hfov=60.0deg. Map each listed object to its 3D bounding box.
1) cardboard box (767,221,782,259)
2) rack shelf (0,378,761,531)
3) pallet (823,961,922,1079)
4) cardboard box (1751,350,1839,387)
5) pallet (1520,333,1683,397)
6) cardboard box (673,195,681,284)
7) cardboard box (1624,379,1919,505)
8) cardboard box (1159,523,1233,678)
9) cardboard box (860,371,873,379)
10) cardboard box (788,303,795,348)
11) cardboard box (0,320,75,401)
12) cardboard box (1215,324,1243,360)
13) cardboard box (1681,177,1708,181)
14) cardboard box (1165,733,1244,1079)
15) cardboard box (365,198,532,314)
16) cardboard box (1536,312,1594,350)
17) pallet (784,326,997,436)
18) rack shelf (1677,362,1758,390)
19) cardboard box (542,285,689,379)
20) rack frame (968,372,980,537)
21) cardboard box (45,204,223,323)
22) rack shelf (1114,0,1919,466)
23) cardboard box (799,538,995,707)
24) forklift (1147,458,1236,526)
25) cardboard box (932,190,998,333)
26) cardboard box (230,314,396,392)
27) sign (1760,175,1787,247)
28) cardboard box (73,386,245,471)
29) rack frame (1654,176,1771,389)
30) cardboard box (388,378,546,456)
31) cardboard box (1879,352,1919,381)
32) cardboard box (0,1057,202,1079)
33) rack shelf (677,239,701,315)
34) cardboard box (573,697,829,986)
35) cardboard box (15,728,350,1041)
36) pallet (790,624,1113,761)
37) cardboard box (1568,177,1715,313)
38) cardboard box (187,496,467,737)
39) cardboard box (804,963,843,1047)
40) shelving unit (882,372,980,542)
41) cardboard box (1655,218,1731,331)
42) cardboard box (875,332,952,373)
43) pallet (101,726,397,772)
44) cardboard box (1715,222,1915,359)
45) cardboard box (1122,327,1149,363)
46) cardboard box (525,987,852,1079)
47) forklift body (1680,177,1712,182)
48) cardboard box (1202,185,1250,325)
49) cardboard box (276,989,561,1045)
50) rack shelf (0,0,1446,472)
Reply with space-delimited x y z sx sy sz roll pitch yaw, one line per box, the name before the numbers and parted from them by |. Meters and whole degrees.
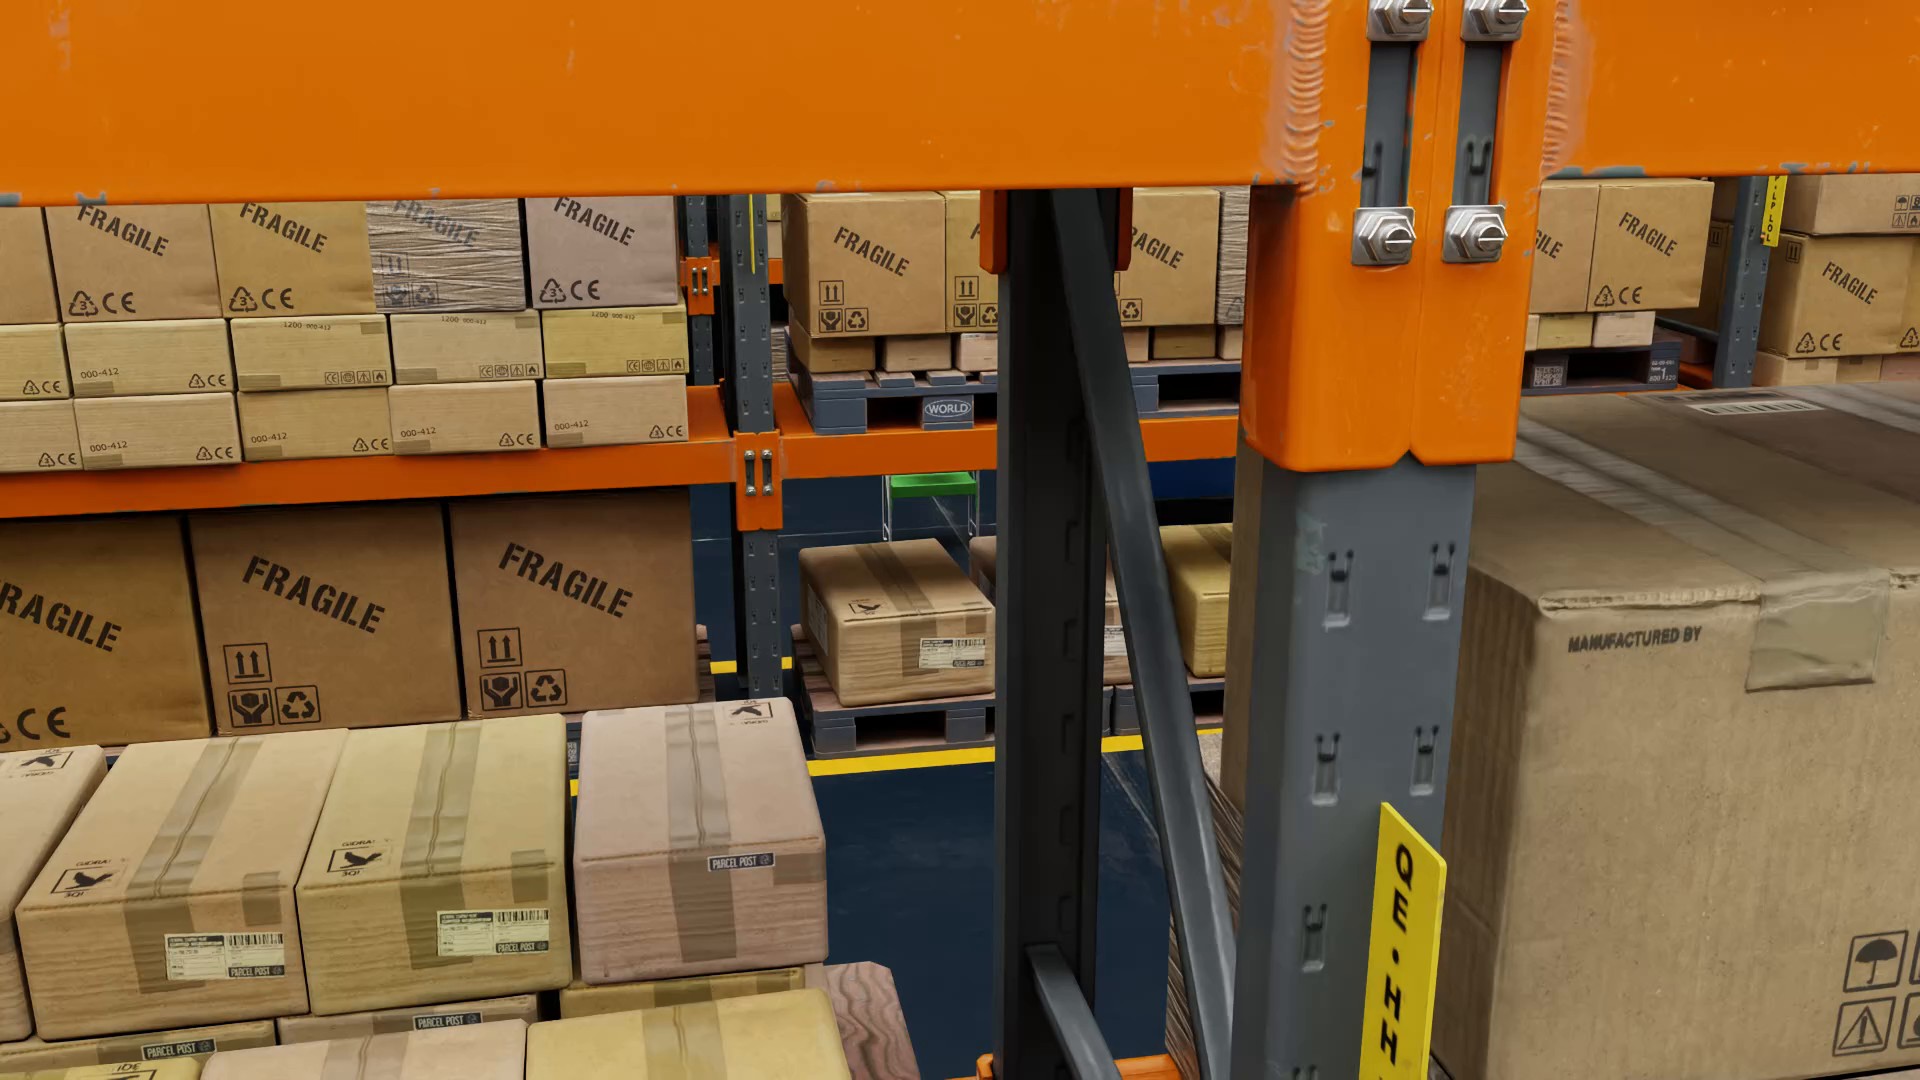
cardboard box | -1.300 -2.018 11.029 0.500 0.250 0.500 -3 17 -10
rack shelf | -2.801 -0.250 6.241 4.000 0.370 1.077 -3 17 -10
pallet | -0.478 0.879 1.669 1.003 0.211 1.213 -3 17 -10
cardboard box | 3.460 -0.733 7.016 0.250 0.149 0.380 -3 17 -11
pallet | 2.312 -0.835 7.249 1.213 0.211 1.003 -3 17 -10
cardboard box | -1.368 -1.274 6.476 0.500 0.500 0.500 -4 17 -12
cardboard box | 1.140 0.140 1.874 0.500 0.500 0.700 -3 17 -11
cardboard box | 1.188 0.238 7.188 0.625 0.372 0.950 -3 17 -9
cardboard box | -0.527 -1.271 11.669 0.625 0.625 0.875 -3 17 -9
cardboard box | -0.560 -0.872 6.753 0.250 0.149 0.380 -3 17 -8
cardboard box | -3.272 -0.650 5.723 0.500 0.250 0.500 -3 17 -10
cardboard box | 1.113 -0.826 6.605 0.250 0.149 0.380 -3 17 -9
cardboard box | 5.128 -2.500 12.171 0.500 0.500 0.500 -3 17 -9
cardboard box | 0.593 0.566 2.189 0.500 0.500 0.500 -3 17 -10
cardboard box | -1.797 -1.095 5.896 0.500 0.500 0.500 -3 17 -9
cardboard box | 2.375 -0.890 6.815 0.250 0.149 0.380 -4 17 -12
pallet | -0.158 -0.684 6.755 1.003 0.211 1.213 -3 17 -10
rack shelf | 5.054 -0.695 7.691 4.000 0.370 1.077 -3 17 -10
cardboard box | -1.264 -0.772 6.120 0.500 0.250 0.500 -3 17 -11
rack frame | 0.077 -0.578 9.150 0.015 1.200 0.240 -3 17 -10
cardboard box | -2.784 -1.044 5.727 0.500 0.500 0.500 -4 17 -11
rack shelf | 2.165 -0.485 1.898 4.000 0.370 1.077 -3 17 -10
cardboard box | -0.280 0.322 6.915 0.625 0.372 0.950 -4 18 -14
forklift | 2.205 -1.555 9.382 3.031 2.935 1.130 -4 18 -13
cardboard box | 0.159 -1.085 6.343 0.500 0.500 0.500 -2 17 -8
cardboard box | -2.266 -0.708 5.912 0.500 0.250 0.500 -4 17 -12
sign | 3.199 -1.321 6.533 0.005 0.325 0.100 -3 17 -10
cardboard box | -2.776 -0.437 5.882 0.500 0.250 0.500 -4 17 -11
rack frame | 3.090 -0.928 7.223 0.127 3.000 1.000 -3 17 -10
cardboard box | -1.783 -0.497 6.077 0.500 0.250 0.500 -3 17 -9
cardboard box | 3.954 -0.785 7.187 0.250 0.149 0.380 -3 17 -11
cardboard box | -0.697 0.539 1.148 0.250 0.149 0.380 -3 17 -9
rack shelf | -3.746 -1.680 10.899 4.000 0.370 1.077 -3 17 -10
cardboard box | -0.294 0.322 1.855 0.250 0.149 0.380 -3 17 -10
cardboard box | -0.794 0.350 1.764 0.250 0.149 0.380 -3 17 -11
pallet | -0.069 0.585 7.047 1.213 0.211 1.003 -3 17 -10
cardboard box | 2.680 -1.226 6.804 0.500 0.500 0.500 -4 17 -11
cardboard box | -2.407 0.173 6.543 0.875 0.875 0.875 -3 17 -10
cardboard box | -0.276 0.603 1.954 0.250 0.149 0.380 -3 17 -11
shelving unit | -0.163 -0.564 9.106 0.503 1.200 0.258 -3 17 -10
cardboard box | 3.479 -1.214 7.479 0.500 0.500 0.500 -4 17 -12
cardboard box | -0.199 -0.756 6.377 0.250 0.149 0.380 -4 18 -14
pallet | -2.821 0.717 6.617 1.213 0.211 1.003 -3 17 -10
cardboard box | 3.575 -1.062 6.983 0.500 0.500 0.500 -3 17 -11
cardboard box | 0.575 -0.803 6.531 0.250 0.149 0.380 -2 17 -7
cardboard box | -0.193 0.511 1.239 0.250 0.149 0.380 -4 18 -13
forklift body | 4.557 -1.544 10.675 1.214 2.155 2.313 -3 17 -10
cardboard box | 1.172 -1.142 6.529 0.500 0.500 0.500 -4 18 -13
cardboard box | -0.577 0.478 1.851 0.250 0.149 0.380 -2 17 -8
rack shelf | -1.762 -0.262 1.173 4.000 0.370 1.077 -3 17 -10
